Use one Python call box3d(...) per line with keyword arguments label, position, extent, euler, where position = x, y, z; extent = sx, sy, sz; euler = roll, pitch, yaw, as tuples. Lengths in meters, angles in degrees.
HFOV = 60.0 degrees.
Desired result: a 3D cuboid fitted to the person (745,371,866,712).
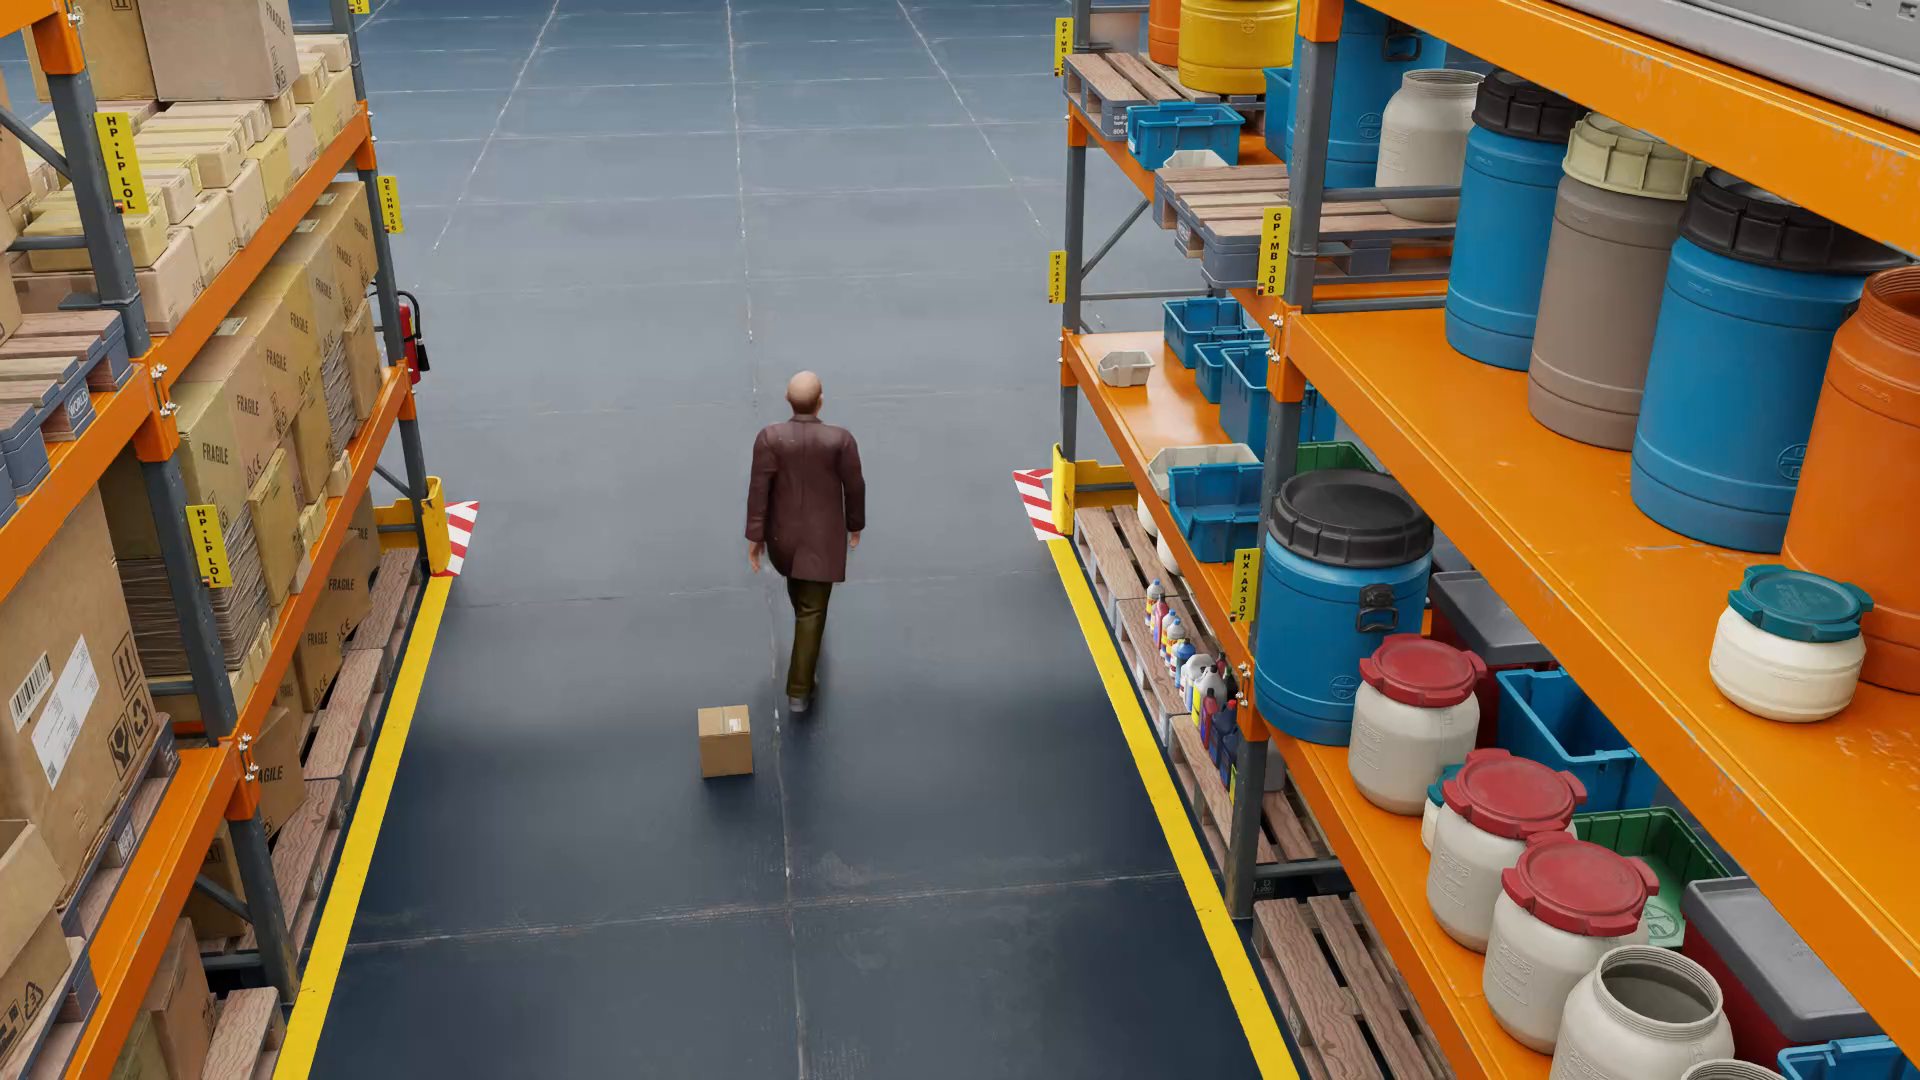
box3d(label="person", position=(-0.786, -0.081, 8.777), extent=(0.603, 1.708, 1.129), euler=(4, 27, 9))
